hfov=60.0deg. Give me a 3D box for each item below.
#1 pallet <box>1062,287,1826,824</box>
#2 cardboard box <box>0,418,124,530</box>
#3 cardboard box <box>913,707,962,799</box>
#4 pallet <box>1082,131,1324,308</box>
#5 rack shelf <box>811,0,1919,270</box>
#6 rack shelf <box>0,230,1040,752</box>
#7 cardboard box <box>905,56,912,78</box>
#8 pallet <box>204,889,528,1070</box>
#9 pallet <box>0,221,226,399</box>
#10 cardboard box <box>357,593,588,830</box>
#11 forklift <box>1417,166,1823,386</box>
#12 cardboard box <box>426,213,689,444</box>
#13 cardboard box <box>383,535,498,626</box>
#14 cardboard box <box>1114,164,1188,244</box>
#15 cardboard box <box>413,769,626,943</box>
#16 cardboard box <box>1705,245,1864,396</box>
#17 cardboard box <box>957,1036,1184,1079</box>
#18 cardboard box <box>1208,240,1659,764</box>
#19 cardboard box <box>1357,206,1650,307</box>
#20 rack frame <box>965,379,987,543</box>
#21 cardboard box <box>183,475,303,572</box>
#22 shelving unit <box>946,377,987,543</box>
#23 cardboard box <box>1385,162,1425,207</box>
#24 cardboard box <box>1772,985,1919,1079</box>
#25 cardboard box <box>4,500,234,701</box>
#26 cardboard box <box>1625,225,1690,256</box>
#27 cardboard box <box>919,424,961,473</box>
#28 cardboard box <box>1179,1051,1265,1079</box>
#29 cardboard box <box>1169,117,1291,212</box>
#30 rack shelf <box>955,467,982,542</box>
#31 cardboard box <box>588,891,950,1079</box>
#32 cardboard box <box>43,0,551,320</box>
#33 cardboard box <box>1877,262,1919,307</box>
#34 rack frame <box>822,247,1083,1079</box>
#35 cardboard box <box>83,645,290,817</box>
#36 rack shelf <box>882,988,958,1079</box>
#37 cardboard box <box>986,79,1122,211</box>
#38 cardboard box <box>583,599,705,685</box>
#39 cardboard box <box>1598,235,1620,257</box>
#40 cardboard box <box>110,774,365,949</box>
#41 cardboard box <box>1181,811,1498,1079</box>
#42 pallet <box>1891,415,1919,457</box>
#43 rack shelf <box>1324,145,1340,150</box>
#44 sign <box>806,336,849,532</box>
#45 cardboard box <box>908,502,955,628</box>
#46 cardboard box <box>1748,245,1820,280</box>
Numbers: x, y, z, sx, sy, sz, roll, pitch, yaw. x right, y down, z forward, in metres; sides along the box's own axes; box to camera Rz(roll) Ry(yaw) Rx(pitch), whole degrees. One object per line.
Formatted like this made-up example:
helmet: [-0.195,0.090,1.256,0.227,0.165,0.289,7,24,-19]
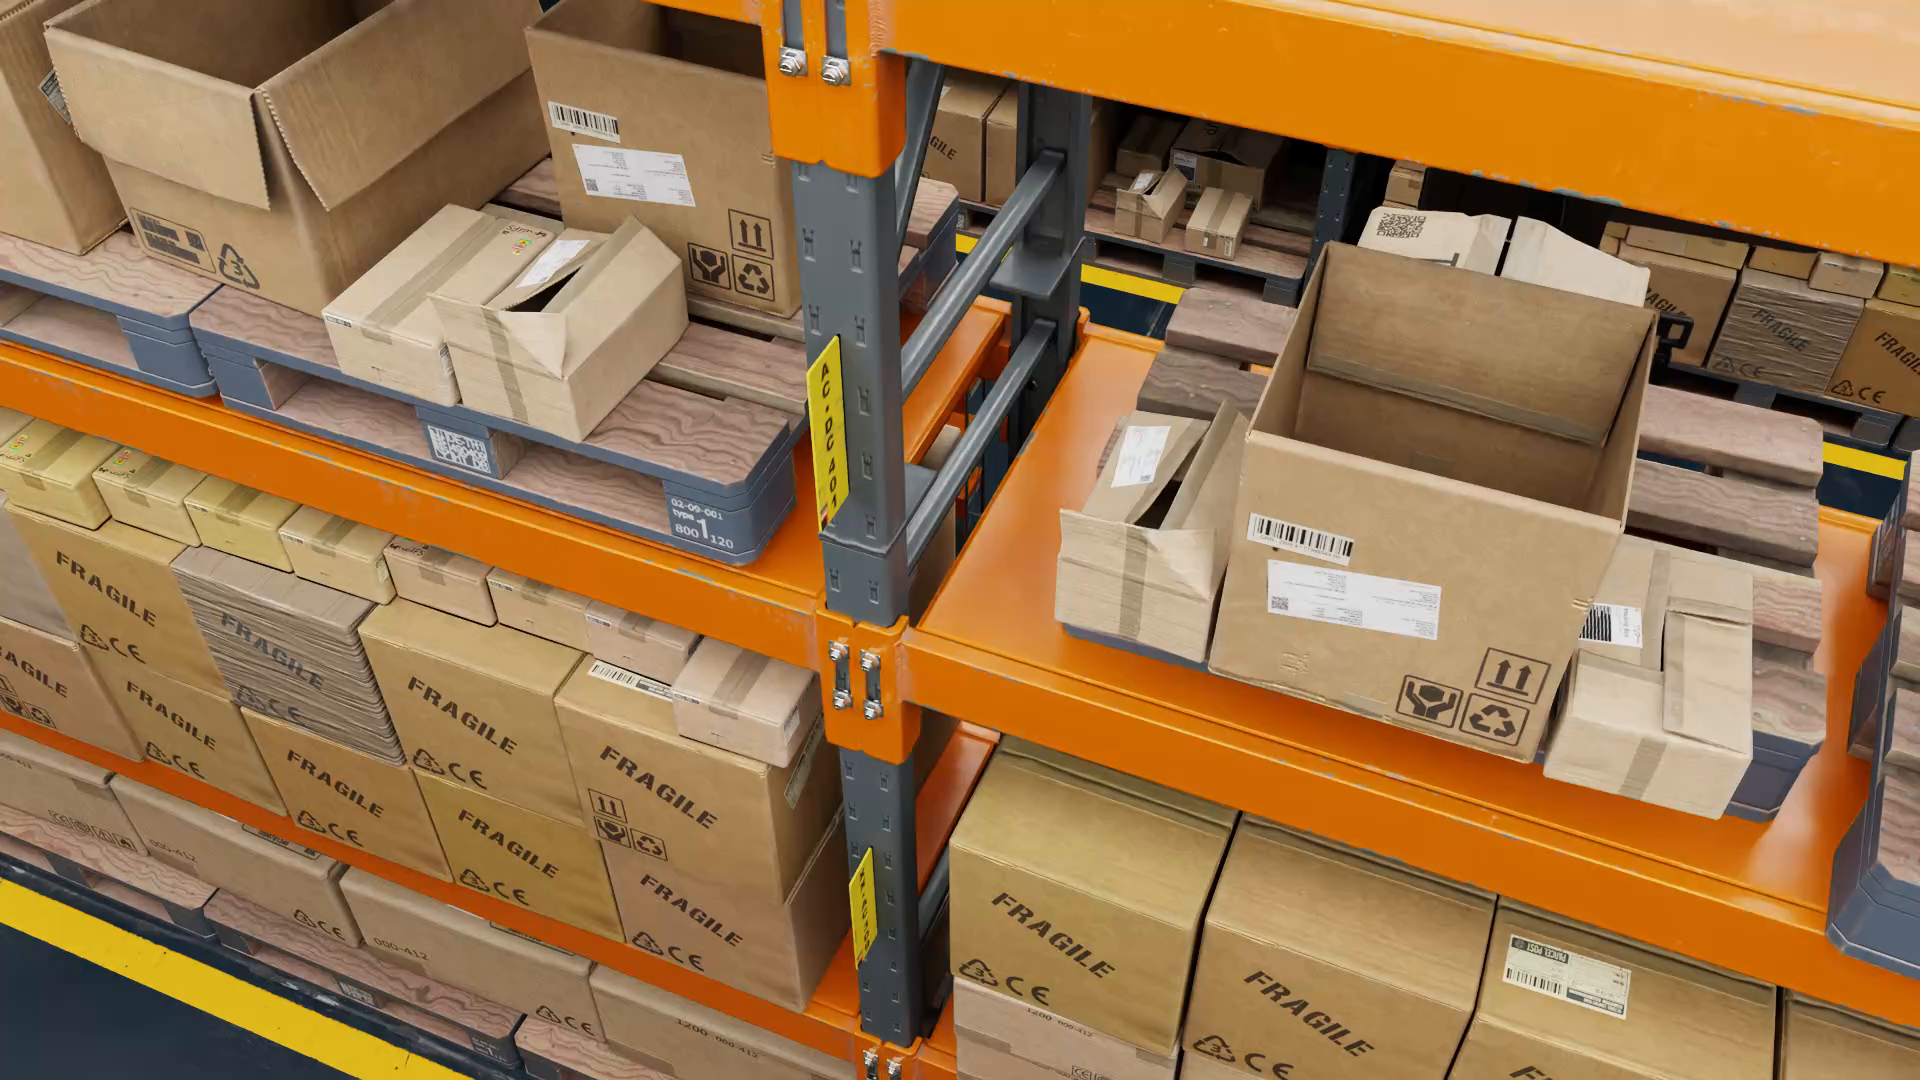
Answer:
pallet: [0.874,-0.025,2.996,1.217,0.209,0.805,15,47,14]
cardboard box: [-2.046,-0.227,3.951,0.250,0.149,0.380,15,47,15]
cardboard box: [-0.323,0.420,4.469,0.500,0.500,0.500,18,48,17]
pallet: [1.283,-1.677,8.625,1.213,0.211,1.003,16,47,16]
rack shelf: [1.855,-0.433,1.938,4.000,0.370,1.077,16,47,16]
rack shelf: [-1.837,-0.598,3.946,4.000,0.370,1.077,16,47,16]
cardboard box: [-0.473,-2.342,8.791,0.500,0.500,0.700,18,48,17]
pallet: [-1.793,1.155,5.779,1.213,0.211,1.003,16,47,16]
pallet: [-1.864,-0.839,3.742,1.213,0.211,1.003,16,47,16]
cardboard box: [-0.998,0.272,3.909,0.500,0.500,0.500,16,47,15]
forklift: [2.172,-0.597,5.611,3.031,2.935,1.130,12,46,12]
cardboard box: [-0.704,-0.411,2.976,0.258,0.266,0.396,18,48,17]
cardboard box: [-1.066,-0.016,3.739,0.250,0.149,0.380,16,47,16]
cardboard box: [0.960,-1.715,8.327,0.258,0.266,0.396,18,48,17]
cardboard box: [-0.994,0.623,4.266,0.500,0.500,0.500,15,47,15]
cardboard box: [3.707,-1.042,7.484,0.500,0.500,0.500,15,47,14]
cardboard box: [0.314,1.098,3.965,0.500,0.250,0.500,15,47,15]
cardboard box: [0.711,-0.066,2.533,0.500,0.500,0.500,16,47,15]
cardboard box: [0.903,-0.324,2.927,0.500,0.311,0.500,16,47,16]
rack frame: [0.063,-0.354,6.700,0.008,1.050,0.200,16,47,16]
cardboard box: [-1.553,-0.131,3.854,0.250,0.149,0.380,15,47,15]
shelving unit: [-0.049,-0.387,6.733,0.252,1.050,0.215,16,47,16]
cardboard box: [2.145,-1.700,7.686,0.250,0.149,0.380,19,48,18]
cardboard box: [1.726,1.065,3.112,0.500,0.500,0.500,16,47,15]
cardboard box: [-1.931,-0.001,4.184,0.500,0.500,0.500,17,47,16]
cardboard box: [3.146,-1.456,7.440,0.250,0.149,0.380,16,47,16]
cardboard box: [-0.182,-0.121,3.844,0.250,0.149,0.380,16,47,15]
cardboard box: [0.799,1.056,3.653,0.500,0.250,0.500,17,47,16]
cardboard box: [1.398,-2.007,8.588,0.500,0.311,0.500,18,48,17]
rack shelf: [-0.049,-0.182,6.937,0.240,0.259,0.215,16,47,16]
cardboard box: [-0.529,1.273,5.202,0.875,0.438,0.875,16,47,15]
cardboard box: [-1.248,-0.876,3.274,0.637,0.503,0.797,20,48,19]
cardboard box: [4.109,-1.177,7.160,0.250,0.149,0.380,16,47,15]
rack frame: [0.009,0.754,4.205,0.127,3.000,1.000,16,47,16]
cardboard box: [-1.941,0.344,4.546,0.500,0.500,0.500,18,48,17]
rack shelf: [1.855,1.552,3.913,4.000,0.370,1.077,16,47,16]
cardboard box: [0.485,-2.060,8.507,0.500,0.500,0.700,15,47,14]
cardboard box: [-0.599,0.115,3.607,0.250,0.149,0.380,17,47,17]
cardboard box: [2.772,-1.325,7.769,0.500,0.500,0.500,16,47,15]
cardboard box: [-2.187,0.784,5.693,0.875,0.438,0.875,18,47,17]
cardboard box: [0.785,0.791,3.388,0.500,0.500,0.500,16,47,16]
pallet: [4.934,-0.631,7.574,1.213,0.211,1.003,16,47,16]
rack shelf: [0.071,-2.766,8.253,4.000,0.370,1.077,16,47,16]
sign: [-0.203,-0.159,2.573,0.005,0.325,0.100,16,47,16]
cardboard box: [-0.337,0.077,4.105,0.500,0.500,0.500,17,47,16]
cardboard box: [3.635,-1.332,7.316,0.250,0.149,0.380,17,47,16]
